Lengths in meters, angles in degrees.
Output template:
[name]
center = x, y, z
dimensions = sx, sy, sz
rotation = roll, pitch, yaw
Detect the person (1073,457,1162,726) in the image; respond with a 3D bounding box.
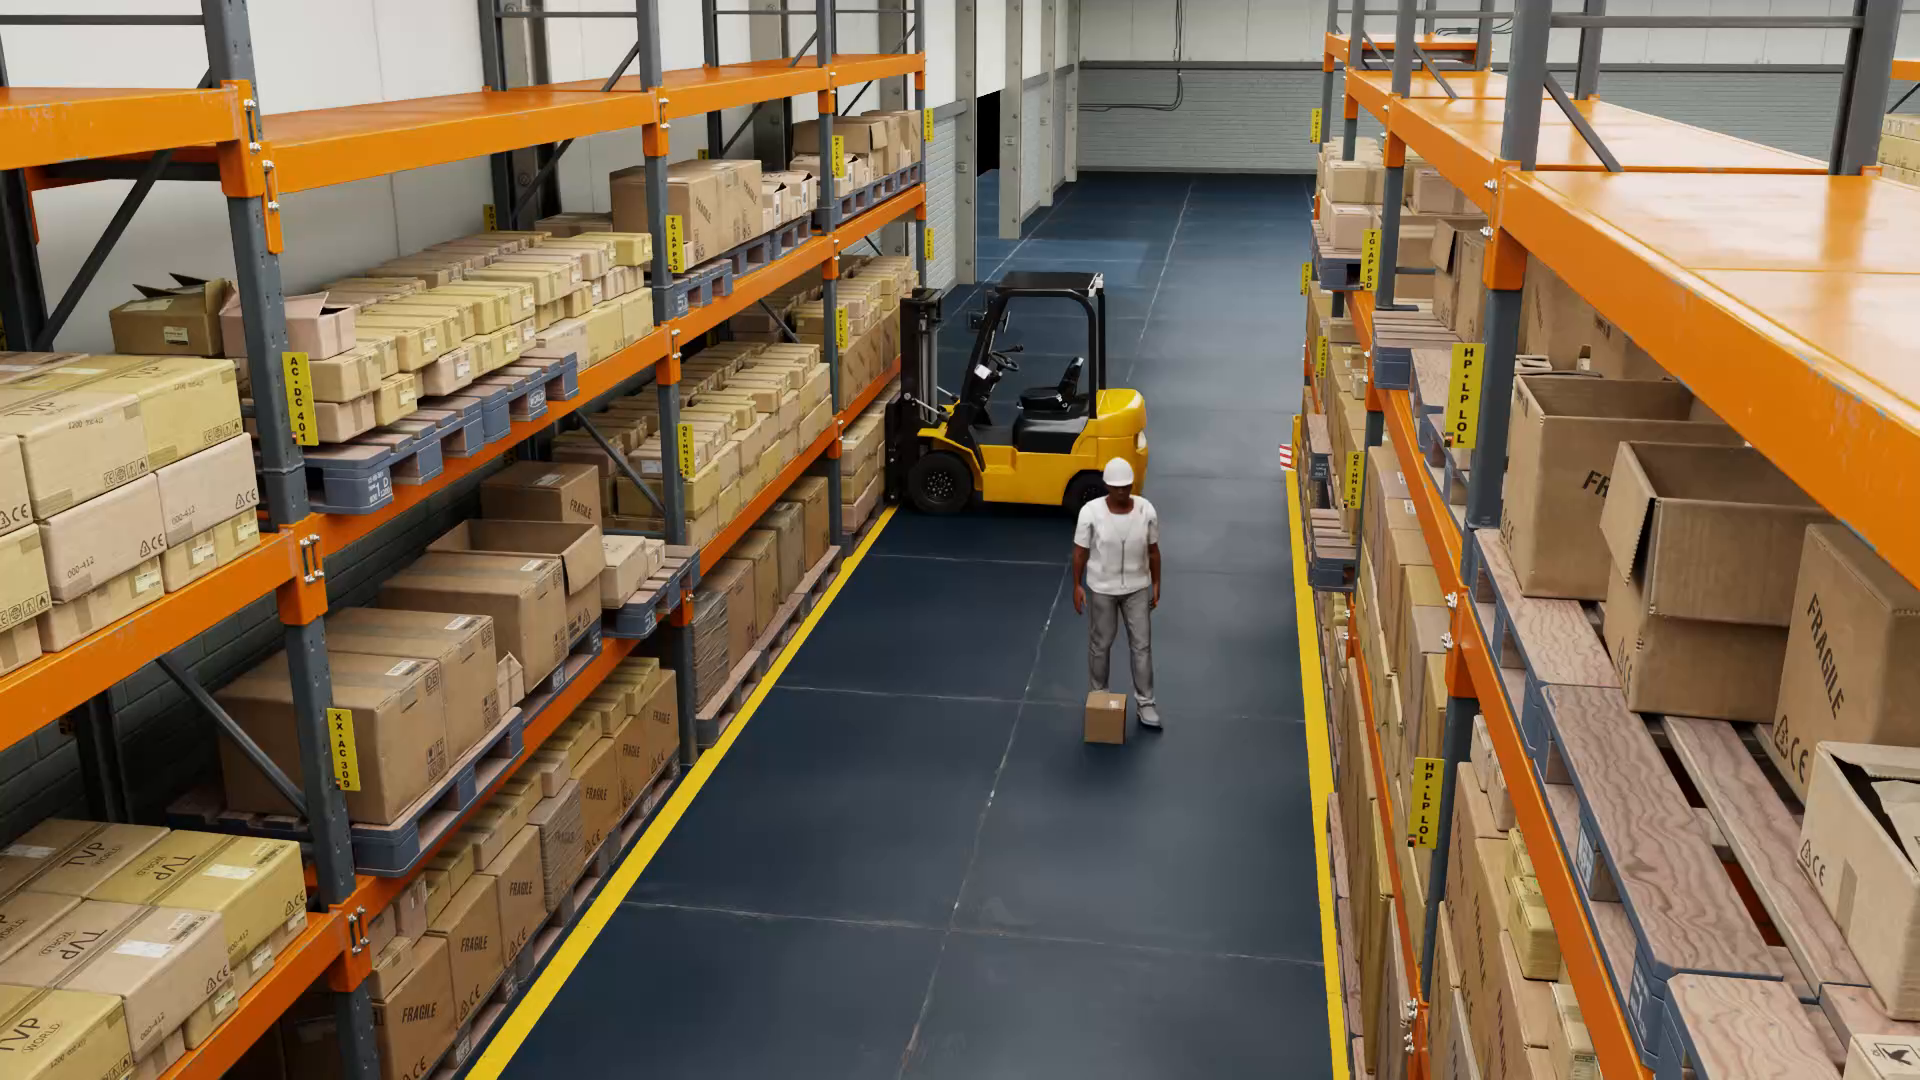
[person]
center = 1.055, 0.346, 10.917
dimensions = 0.588, 1.768, 0.585
rotation = -2, 18, -5
